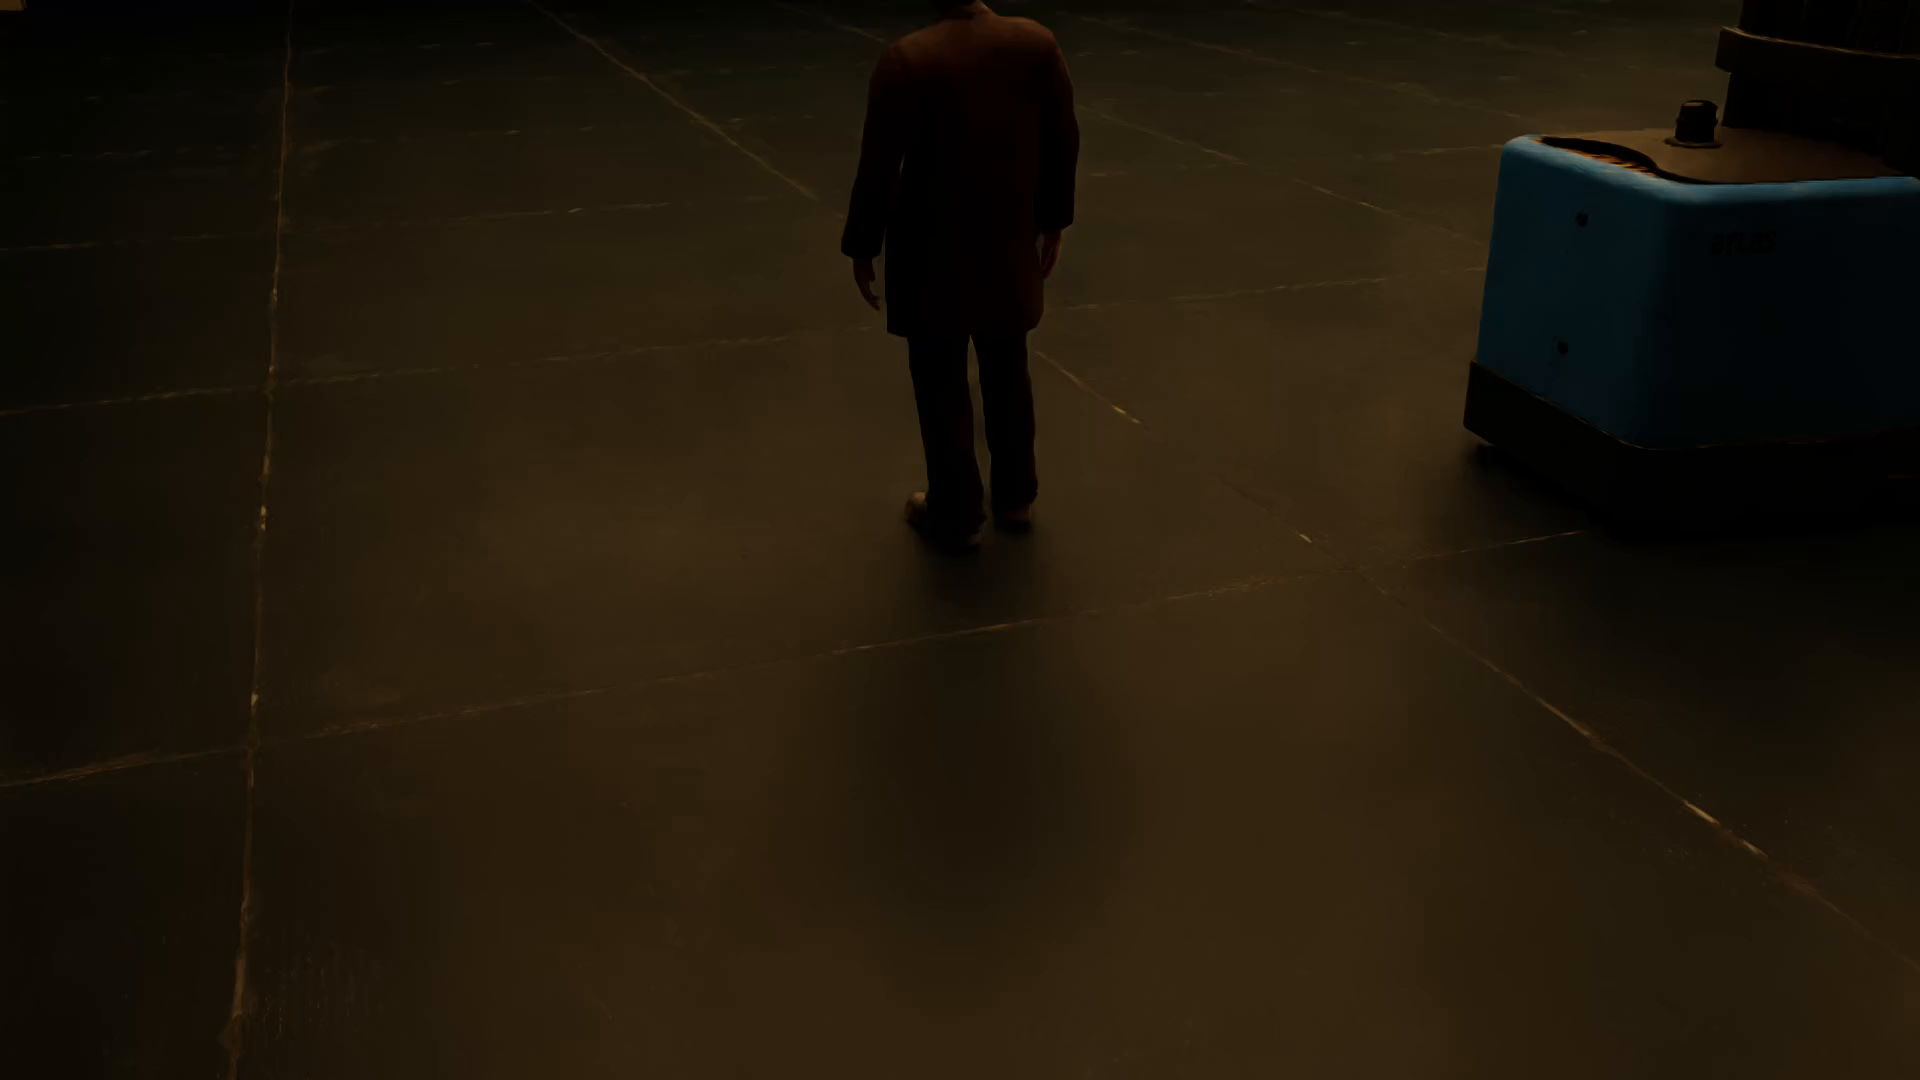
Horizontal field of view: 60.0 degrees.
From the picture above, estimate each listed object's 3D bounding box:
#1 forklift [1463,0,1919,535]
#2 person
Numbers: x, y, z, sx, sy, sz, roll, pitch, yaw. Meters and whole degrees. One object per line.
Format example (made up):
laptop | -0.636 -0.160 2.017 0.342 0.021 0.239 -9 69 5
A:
forklift | 3.345 -1.658 5.241 3.031 2.935 1.130 -5 23 -13
person | -0.027 -0.860 4.813 0.694 1.776 0.580 -8 24 -18
